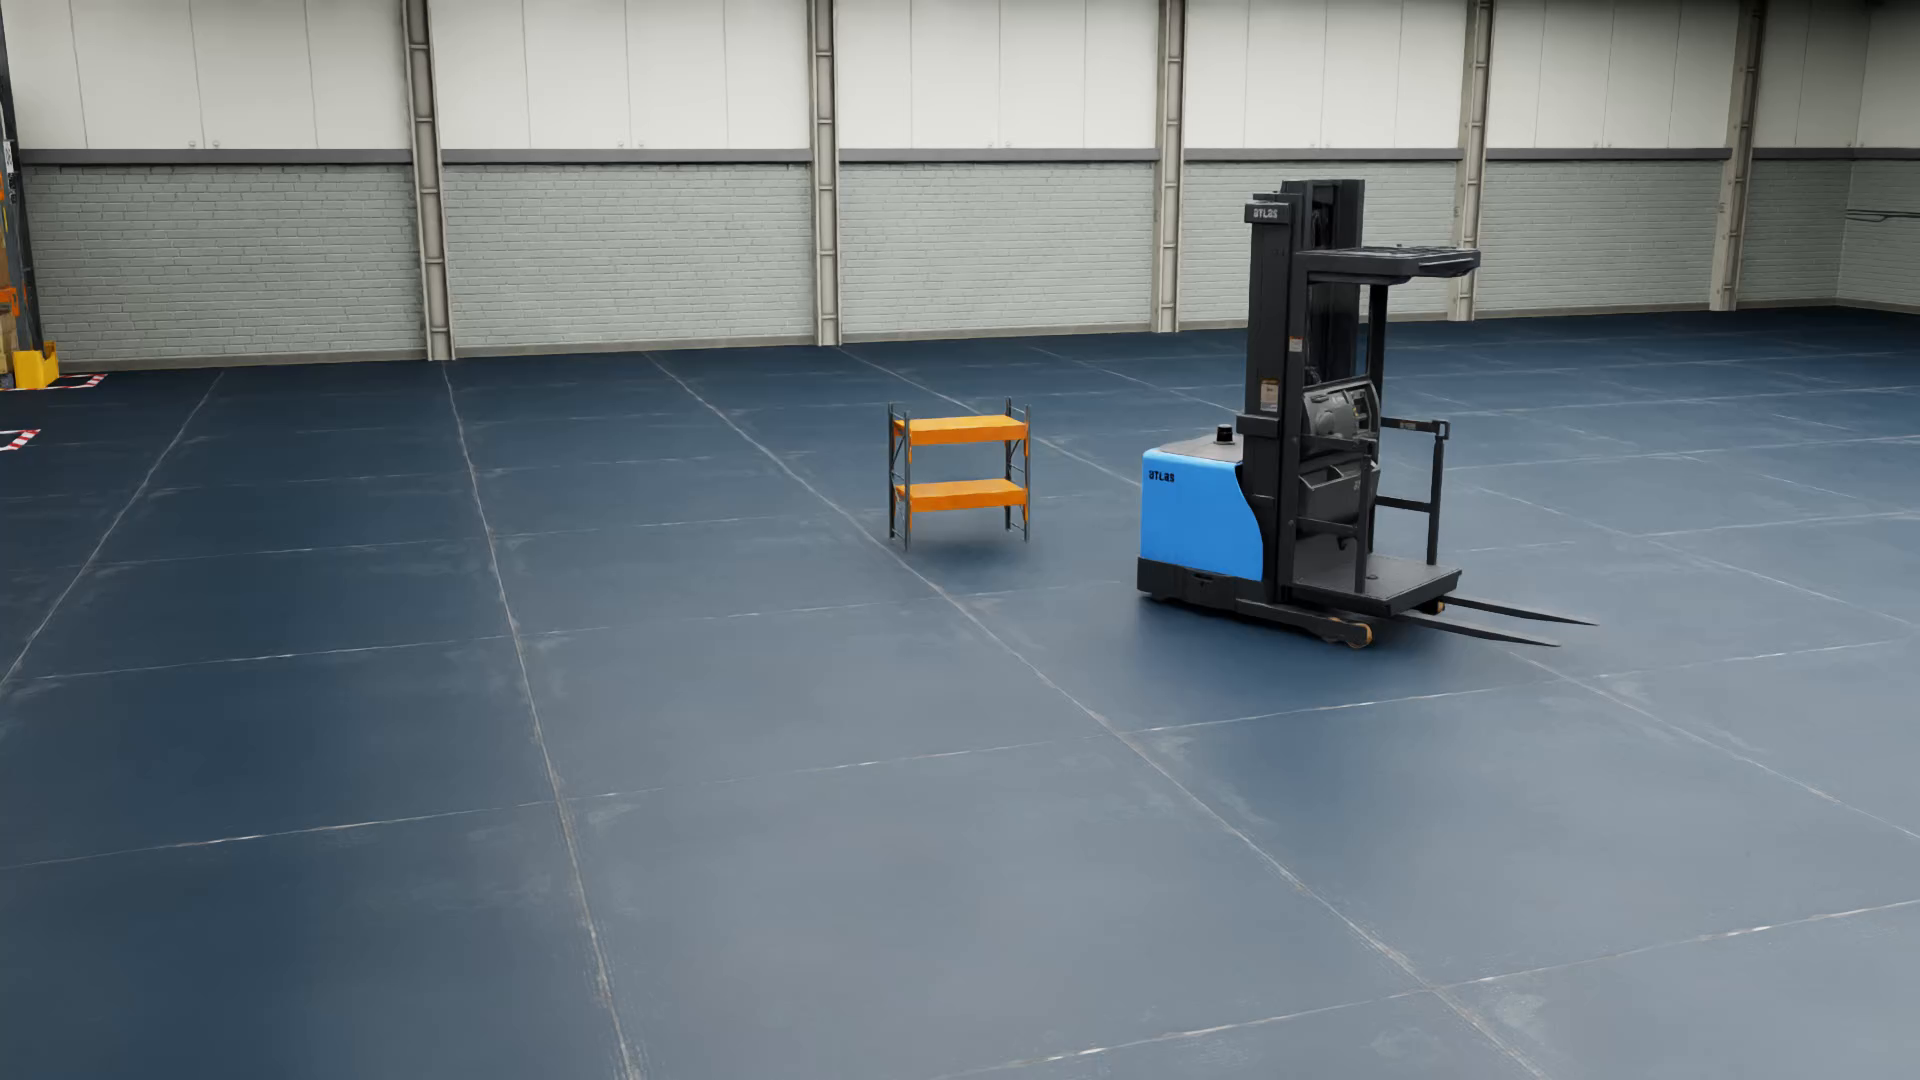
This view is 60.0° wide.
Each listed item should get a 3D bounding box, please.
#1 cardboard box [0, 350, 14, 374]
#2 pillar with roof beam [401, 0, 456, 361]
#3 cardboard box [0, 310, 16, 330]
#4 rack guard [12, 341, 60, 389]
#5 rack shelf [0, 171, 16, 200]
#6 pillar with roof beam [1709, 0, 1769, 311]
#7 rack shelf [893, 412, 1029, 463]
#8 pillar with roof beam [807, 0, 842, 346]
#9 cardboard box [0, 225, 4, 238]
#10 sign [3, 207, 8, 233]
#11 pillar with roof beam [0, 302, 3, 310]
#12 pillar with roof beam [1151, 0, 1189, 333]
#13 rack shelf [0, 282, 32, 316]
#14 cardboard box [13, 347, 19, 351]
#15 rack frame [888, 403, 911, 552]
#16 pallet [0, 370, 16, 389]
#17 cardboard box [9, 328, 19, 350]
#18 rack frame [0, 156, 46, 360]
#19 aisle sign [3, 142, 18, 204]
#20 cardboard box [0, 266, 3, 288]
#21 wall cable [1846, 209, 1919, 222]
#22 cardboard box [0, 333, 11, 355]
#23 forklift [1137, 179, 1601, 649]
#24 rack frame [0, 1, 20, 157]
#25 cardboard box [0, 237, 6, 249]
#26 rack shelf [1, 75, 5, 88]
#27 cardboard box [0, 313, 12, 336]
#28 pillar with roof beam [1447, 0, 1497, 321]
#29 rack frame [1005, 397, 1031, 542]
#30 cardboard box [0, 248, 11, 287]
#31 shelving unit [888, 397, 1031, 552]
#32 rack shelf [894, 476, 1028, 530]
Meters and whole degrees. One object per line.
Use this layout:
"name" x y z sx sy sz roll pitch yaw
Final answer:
"cardboard box" -12.913 -2.361 22.120 0.500 0.250 0.500 -4 14 -18
"pillar with roof beam" -6.457 -6.162 20.101 0.400 9.000 9.100 -4 14 -18
"cardboard box" -13.085 -2.957 22.467 0.500 0.250 0.500 -5 14 -19
"rack guard" -12.546 -2.384 22.584 0.348 0.500 1.175 -4 14 -18
"rack shelf" -14.464 -4.560 21.403 4.000 0.370 1.077 -4 14 -18
"pillar with roof beam" 16.290 -7.933 27.547 0.400 9.000 9.100 -4 14 -18
"rack shelf" -0.006 -0.831 13.443 1.000 0.278 0.538 -4 14 -18
"pillar with roof beam" -0.770 -6.604 21.962 0.400 9.000 9.100 -4 14 -18
"cardboard box" -12.955 -4.129 22.259 0.250 0.149 0.380 -5 14 -19
"sign" -12.409 -4.157 21.622 0.005 0.325 0.100 -4 14 -18
"pillar with roof beam" -12.143 -5.719 18.239 0.400 9.000 9.100 -4 14 -18
"pillar with roof beam" 4.917 -7.047 23.824 0.400 9.000 9.100 -4 14 -18
"rack shelf" -14.464 -3.101 21.750 4.000 0.370 1.077 -4 14 -18
"cardboard box" -13.097 -2.471 22.585 0.500 0.250 0.500 -4 14 -18
"rack frame" -0.488 -0.509 13.353 0.032 1.125 0.500 -4 14 -18
"pallet" -13.280 -2.176 22.334 1.213 0.211 1.003 -4 14 -18
"cardboard box" -13.081 -2.719 22.545 0.500 0.250 0.500 -4 14 -17
"rack frame" -12.569 -3.598 22.288 0.127 3.000 1.000 -4 14 -18
"aisle sign" -12.413 -4.803 21.736 0.004 0.787 0.394 -4 14 -18
"cardboard box" -12.952 -3.553 21.881 0.500 0.500 0.500 -5 14 -19
"wall cable" 18.131 -7.294 31.571 0.112 2.526 3.097 -4 14 -18
"cardboard box" -12.930 -2.603 22.060 0.500 0.250 0.500 -5 14 -19
"forklift" 2.696 -0.863 10.938 3.031 2.935 1.130 12 18 41
"rack frame" -12.569 -6.517 21.593 0.127 3.000 1.000 -4 14 -18
"cardboard box" -12.973 -3.994 22.335 0.250 0.149 0.380 -5 14 -20
"rack shelf" -14.464 -5.825 21.102 4.000 0.370 1.077 -4 14 -18
"cardboard box" -12.906 -2.849 22.011 0.500 0.250 0.500 -4 14 -16
"pillar with roof beam" 10.603 -7.490 25.686 0.400 9.000 9.100 -4 14 -18
"rack frame" 0.475 -0.584 13.668 0.032 1.125 0.500 -4 14 -18
"cardboard box" -13.127 -3.671 22.378 0.500 0.500 0.500 -4 14 -16
"shelving unit" -0.006 -0.547 13.511 1.048 1.125 0.538 -4 14 -18
"rack shelf" -0.006 -0.309 13.567 1.000 0.278 0.538 -4 14 -18
